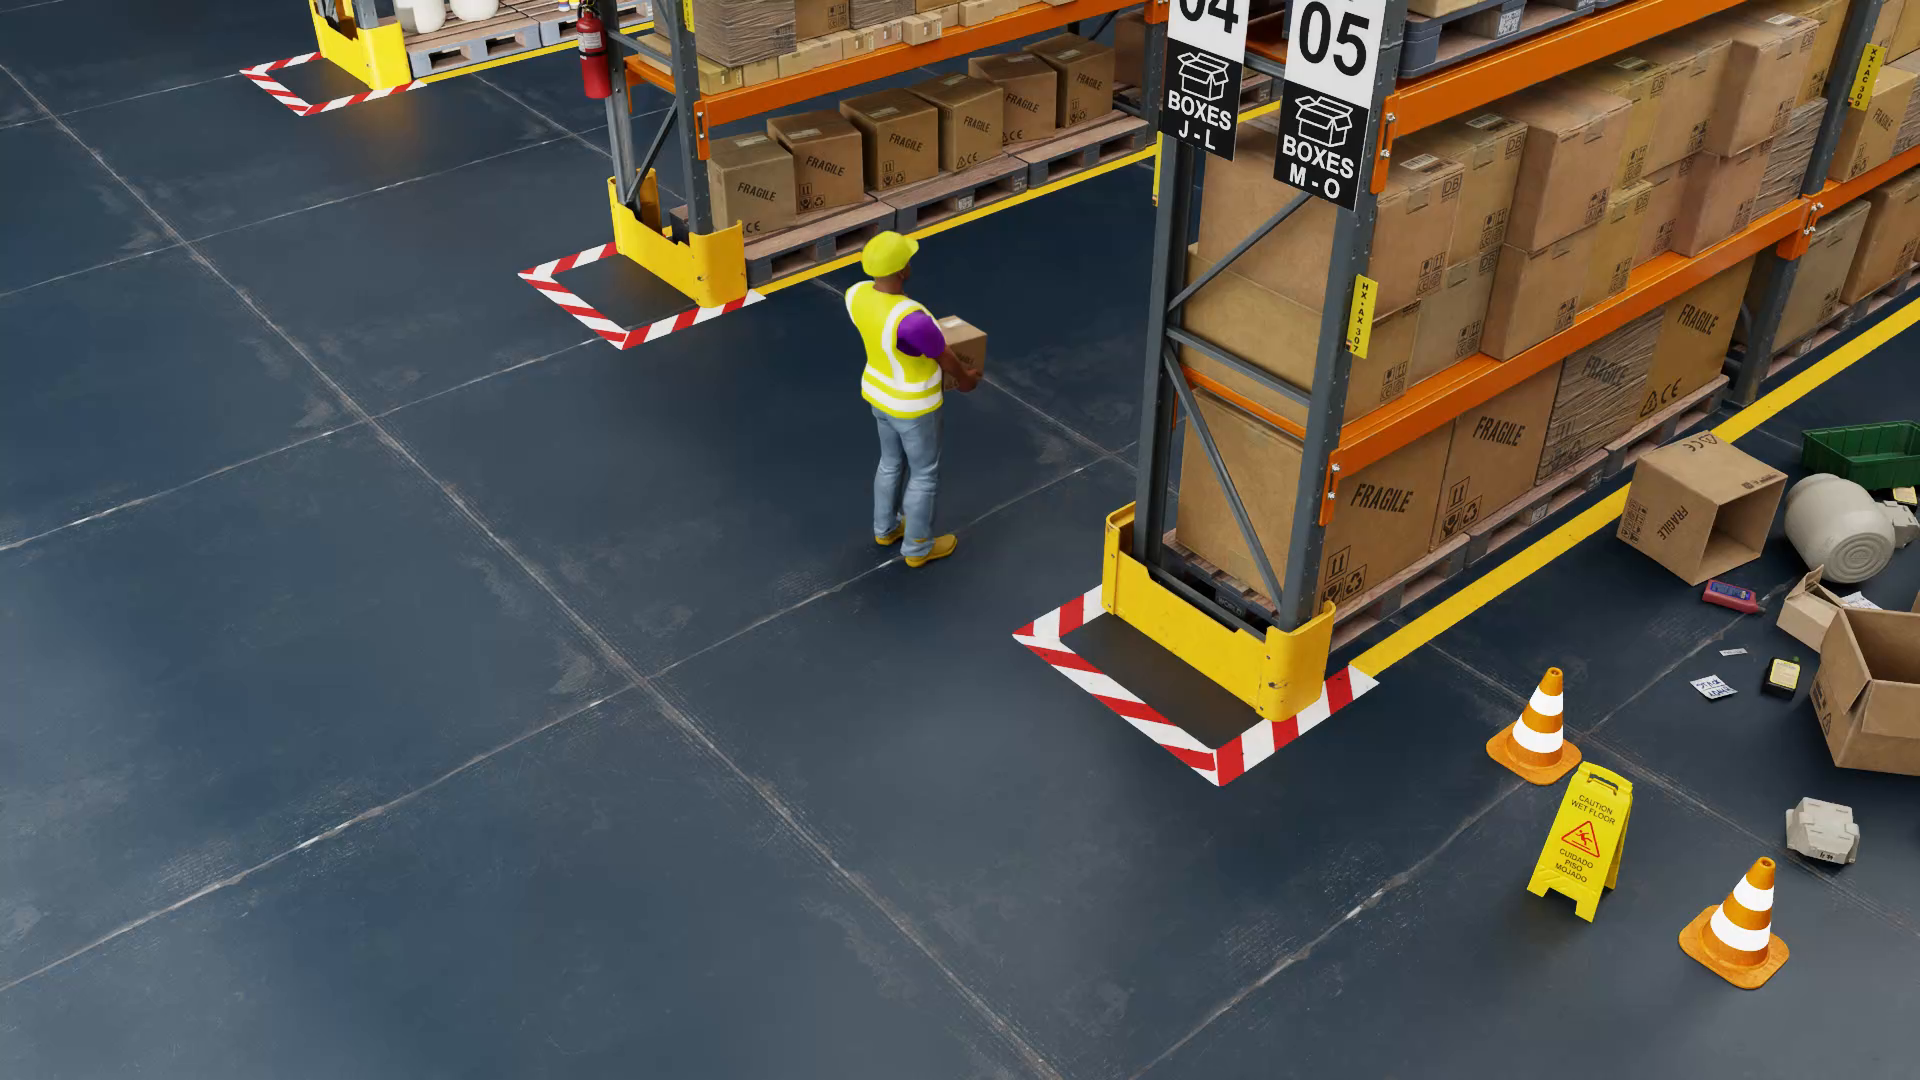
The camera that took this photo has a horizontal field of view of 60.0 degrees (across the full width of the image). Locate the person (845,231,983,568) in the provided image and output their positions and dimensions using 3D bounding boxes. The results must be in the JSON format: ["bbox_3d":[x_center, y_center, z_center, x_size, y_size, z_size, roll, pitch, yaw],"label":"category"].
[{"bbox_3d":[-0.205,-0.718,8.062,0.577,1.761,0.502,-26,43,-31],"label":"person"}]
